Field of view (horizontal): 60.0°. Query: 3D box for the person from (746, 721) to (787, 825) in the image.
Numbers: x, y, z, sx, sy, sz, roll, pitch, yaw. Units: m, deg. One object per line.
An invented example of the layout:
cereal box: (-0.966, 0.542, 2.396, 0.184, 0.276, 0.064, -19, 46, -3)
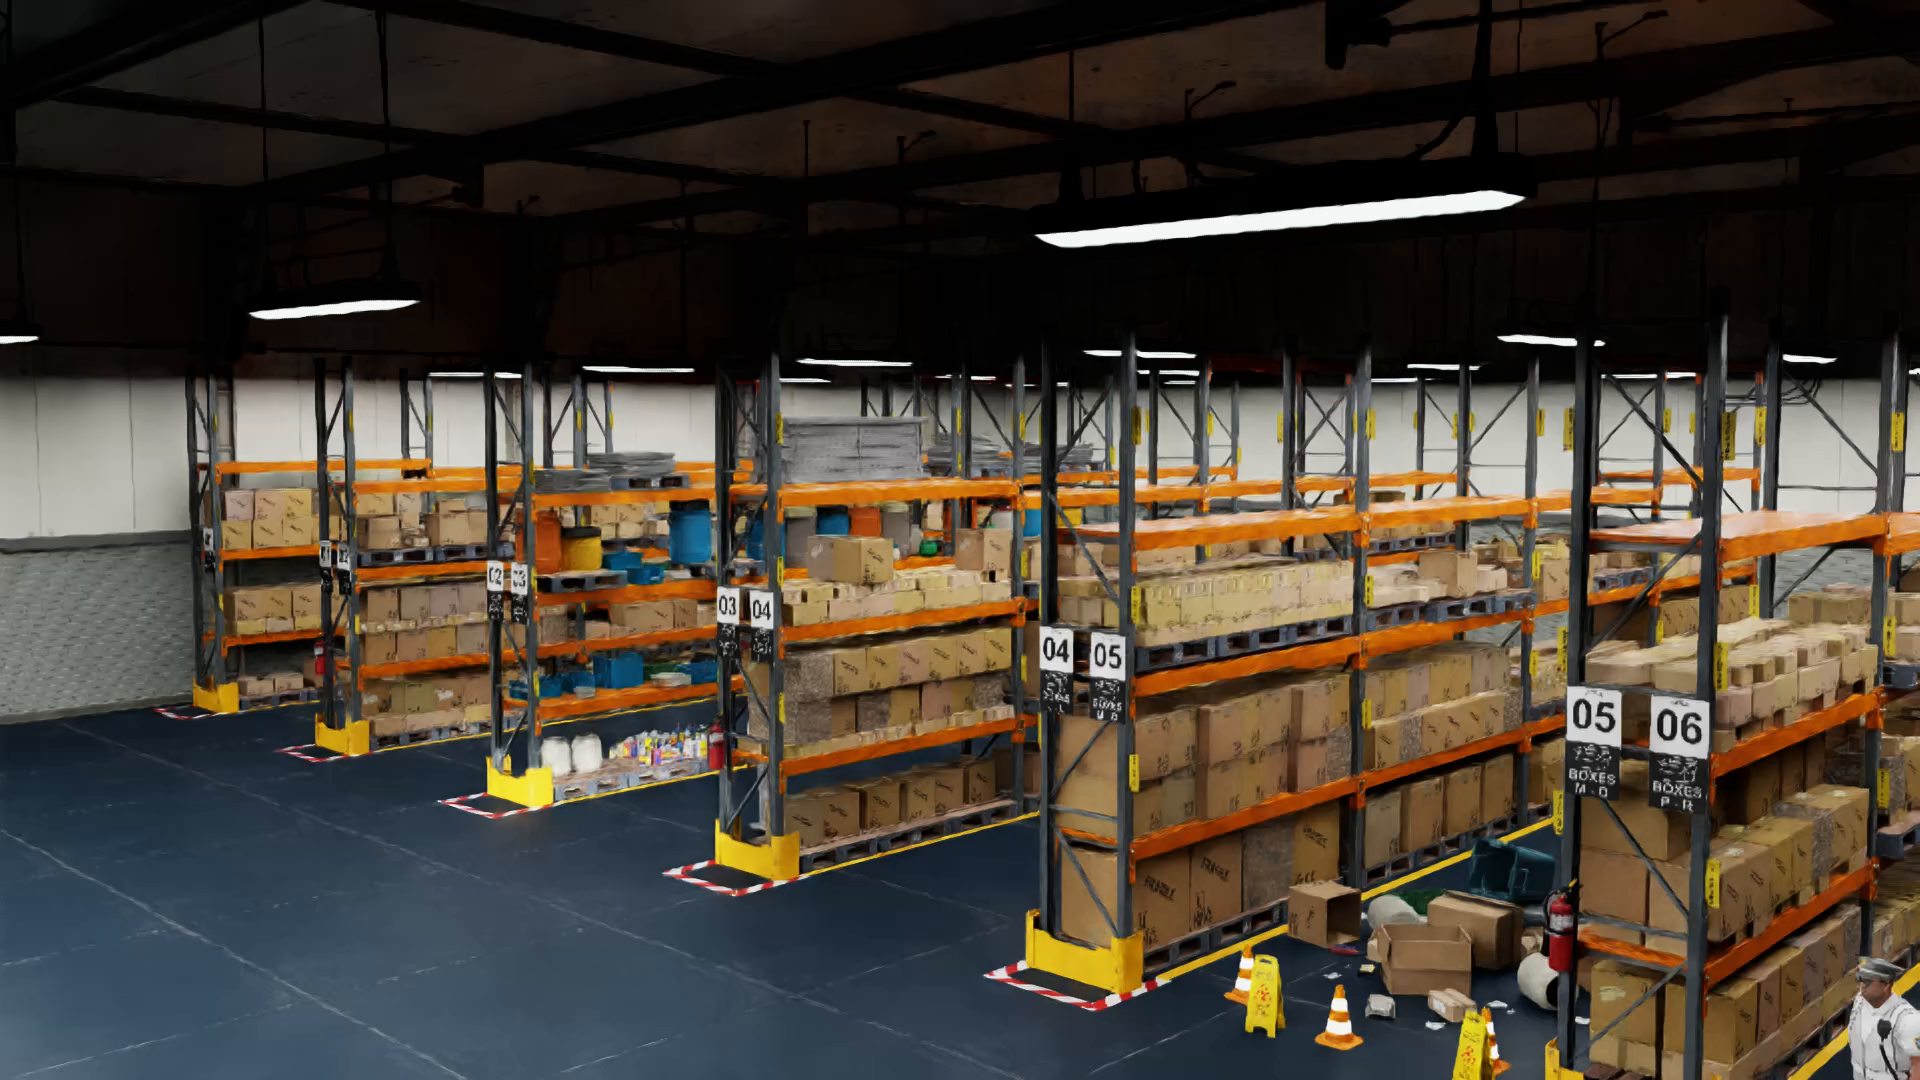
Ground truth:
person: (-2.311, 2.655, 20.650, 0.673, 1.700, 0.420, -1, 5, -18)

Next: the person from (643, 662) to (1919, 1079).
person: (0.113, 2.552, 19.948, 5.006, 1.266, 22.196, -2, 5, -20)
